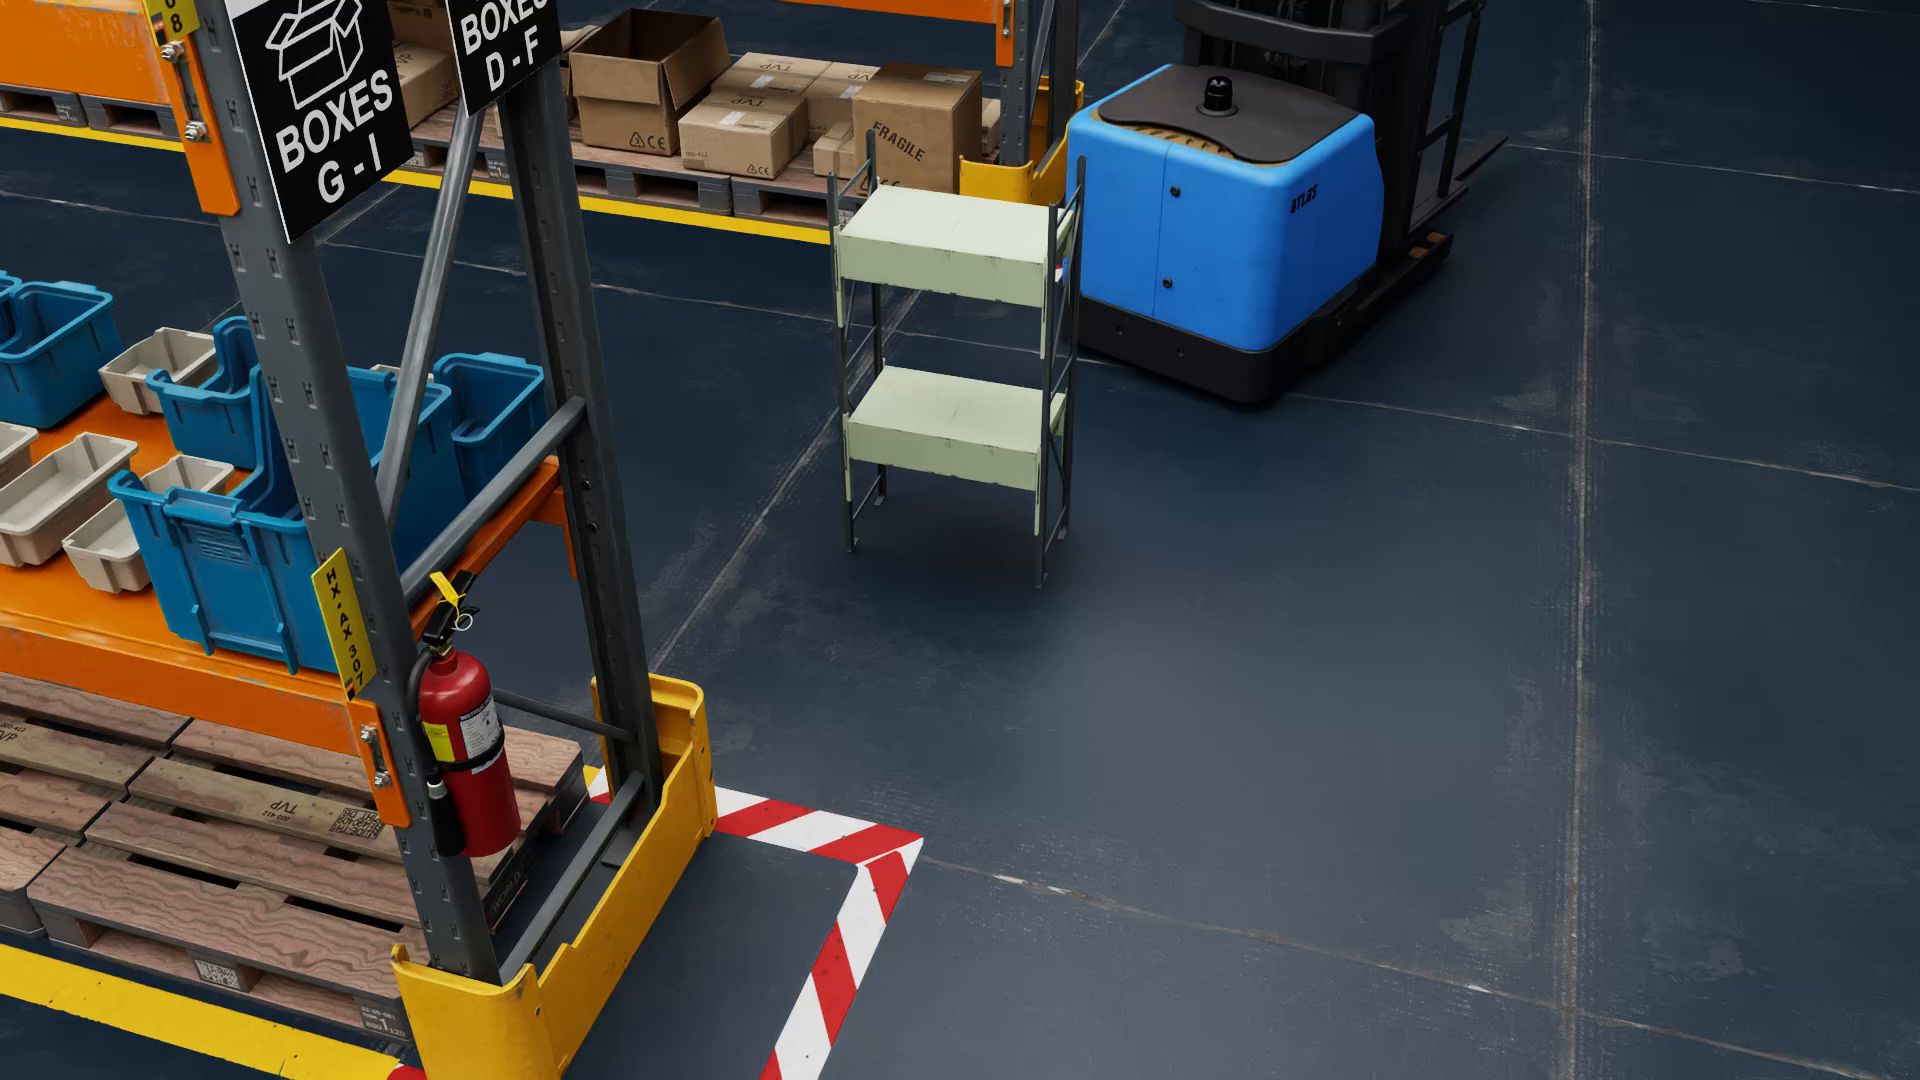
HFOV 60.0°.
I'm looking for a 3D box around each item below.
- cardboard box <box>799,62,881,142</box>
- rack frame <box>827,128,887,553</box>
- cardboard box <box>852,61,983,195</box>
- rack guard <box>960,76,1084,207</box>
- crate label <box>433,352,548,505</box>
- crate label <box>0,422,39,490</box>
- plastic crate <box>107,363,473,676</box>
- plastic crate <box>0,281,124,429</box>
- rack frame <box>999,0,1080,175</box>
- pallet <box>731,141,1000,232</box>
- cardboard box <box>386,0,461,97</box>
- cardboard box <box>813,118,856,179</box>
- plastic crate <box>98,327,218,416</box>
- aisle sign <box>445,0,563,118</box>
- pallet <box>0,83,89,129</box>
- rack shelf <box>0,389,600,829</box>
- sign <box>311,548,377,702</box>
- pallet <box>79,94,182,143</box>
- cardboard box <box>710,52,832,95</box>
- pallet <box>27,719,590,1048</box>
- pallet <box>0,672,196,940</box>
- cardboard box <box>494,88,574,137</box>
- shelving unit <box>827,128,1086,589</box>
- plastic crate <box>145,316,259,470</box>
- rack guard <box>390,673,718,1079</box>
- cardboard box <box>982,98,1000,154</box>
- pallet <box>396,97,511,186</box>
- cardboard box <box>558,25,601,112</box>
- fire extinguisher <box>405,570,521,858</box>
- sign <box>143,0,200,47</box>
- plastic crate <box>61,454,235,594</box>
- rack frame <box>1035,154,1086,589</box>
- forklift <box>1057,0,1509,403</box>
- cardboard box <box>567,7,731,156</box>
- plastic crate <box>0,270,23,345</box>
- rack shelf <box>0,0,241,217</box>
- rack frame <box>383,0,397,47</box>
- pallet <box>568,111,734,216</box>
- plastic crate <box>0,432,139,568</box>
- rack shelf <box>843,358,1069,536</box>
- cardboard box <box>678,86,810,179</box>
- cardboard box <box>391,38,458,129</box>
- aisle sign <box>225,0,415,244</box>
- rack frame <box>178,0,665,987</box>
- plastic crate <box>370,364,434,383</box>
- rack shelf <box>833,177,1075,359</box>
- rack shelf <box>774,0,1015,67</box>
[{"bbox_3d":[-0.520,-2.292,8.782,0.500,0.250,0.500,10,38,14],"label":"cardboard box"},{"bbox_3d":[-0.356,-0.670,5.895,0.023,1.500,0.400,10,38,14],"label":"rack frame"},{"bbox_3d":[-0.200,-2.004,8.180,0.500,0.500,0.500,10,38,14],"label":"cardboard box"},{"bbox_3d":[0.320,-1.884,8.388,0.348,0.500,1.175,10,38,14],"label":"rack guard"},{"bbox_3d":[-1.226,-0.262,4.166,0.303,0.233,0.416,10,38,14],"label":"crate label"},{"bbox_3d":[-2.466,-0.130,4.068,0.243,0.136,0.396,10,38,14],"label":"crate label"},{"bbox_3d":[-1.464,-0.067,3.730,0.499,0.435,0.616,10,38,14],"label":"plastic crate"},{"bbox_3d":[-2.483,-0.495,4.482,0.300,0.233,0.416,10,38,14],"label":"plastic crate"},{"bbox_3d":[0.392,-2.877,7.629,0.127,3.000,1.000,10,38,14],"label":"rack frame"},{"bbox_3d":[-0.442,-1.908,8.664,1.213,0.211,1.003,10,38,14],"label":"pallet"},{"bbox_3d":[-2.798,-2.815,9.281,0.500,0.500,0.500,10,38,14],"label":"cardboard box"},{"bbox_3d":[-0.560,-1.993,8.446,0.250,0.166,0.380,10,38,14],"label":"cardboard box"},{"bbox_3d":[-2.155,-0.447,4.498,0.298,0.136,0.250,10,38,14],"label":"plastic crate"},{"bbox_3d":[-0.931,-1.278,3.262,0.004,0.787,0.394,10,38,14],"label":"aisle sign"},{"bbox_3d":[-5.382,-2.798,9.874,1.213,0.211,1.003,10,38,14],"label":"pallet"},{"bbox_3d":[-2.998,-0.139,4.515,4.000,0.370,1.077,10,38,14],"label":"rack shelf"},{"bbox_3d":[-1.237,0.173,3.347,0.005,0.325,0.100,10,38,14],"label":"sign"},{"bbox_3d":[-4.214,-2.584,9.582,1.213,0.211,1.003,10,38,14],"label":"pallet"},{"bbox_3d":[-0.997,-2.380,8.902,0.500,0.250,0.500,10,38,14],"label":"cardboard box"},{"bbox_3d":[-1.864,0.880,4.876,1.213,0.211,1.003,10,38,14],"label":"pallet"},{"bbox_3d":[-3.025,0.663,5.171,1.213,0.211,1.003,10,38,14],"label":"pallet"},{"bbox_3d":[-2.261,-2.277,8.832,0.250,0.166,0.380,10,38,14],"label":"cardboard box"},{"bbox_3d":[-0.006,-0.605,5.807,0.755,1.500,0.431,10,38,14],"label":"shelving unit"},{"bbox_3d":[-1.854,-0.378,4.324,0.300,0.233,0.416,10,38,14],"label":"plastic crate"},{"bbox_3d":[-1.062,0.928,4.567,0.348,0.500,1.175,10,38,14],"label":"rack guard"},{"bbox_3d":[0.095,-2.175,8.708,0.250,0.149,0.380,10,38,14],"label":"cardboard box"},{"bbox_3d":[-2.771,-2.339,9.250,1.213,0.211,1.003,10,38,14],"label":"pallet"},{"bbox_3d":[-2.082,-2.606,9.157,0.500,0.311,0.500,10,38,14],"label":"cardboard box"},{"bbox_3d":[-1.080,0.390,3.570,0.183,0.674,0.296,10,38,14],"label":"fire extinguisher"},{"bbox_3d":[-1.237,-0.927,2.537,0.005,0.325,0.100,10,38,14],"label":"sign"},{"bbox_3d":[-1.921,-0.035,3.939,0.243,0.136,0.396,10,38,14],"label":"plastic crate"},{"bbox_3d":[0.343,-0.541,5.719,0.023,1.500,0.400,10,38,14],"label":"rack frame"},{"bbox_3d":[1.723,-2.567,7.265,1.130,2.935,3.031,24,43,29],"label":"forklift"},{"bbox_3d":[-1.631,-2.427,8.752,0.637,0.503,0.797,10,38,14],"label":"cardboard box"},{"bbox_3d":[-2.769,-0.548,4.554,0.300,0.233,0.416,10,38,14],"label":"plastic crate"},{"bbox_3d":[-2.998,-1.347,3.626,4.000,0.370,1.077,10,38,14],"label":"rack shelf"},{"bbox_3d":[-3.426,-3.584,8.589,0.127,3.000,1.000,10,38,14],"label":"rack frame"},{"bbox_3d":[-1.602,-2.125,8.959,1.213,0.211,1.003,10,38,14],"label":"pallet"},{"bbox_3d":[-2.193,-0.094,4.020,0.243,0.136,0.396,10,38,14],"label":"plastic crate"},{"bbox_3d":[-0.006,-0.343,6.000,0.720,0.370,0.431,10,38,14],"label":"rack shelf"},{"bbox_3d":[-1.098,-2.089,8.506,0.500,0.250,0.500,10,38,14],"label":"cardboard box"},{"bbox_3d":[-3.090,-2.482,8.989,0.500,0.311,0.500,10,38,14],"label":"cardboard box"},{"bbox_3d":[-1.107,-0.944,2.809,0.004,0.787,0.394,10,38,14],"label":"aisle sign"},{"bbox_3d":[-1.089,-0.075,3.822,0.127,3.000,1.000,10,38,14],"label":"rack frame"},{"bbox_3d":[-1.507,-0.327,4.335,0.298,0.136,0.250,10,38,14],"label":"plastic crate"},{"bbox_3d":[-0.006,-0.920,5.576,0.720,0.370,0.431,10,38,14],"label":"rack shelf"},{"bbox_3d":[-1.517,-2.941,8.322,4.000,0.370,1.077,10,38,14],"label":"rack shelf"}]
